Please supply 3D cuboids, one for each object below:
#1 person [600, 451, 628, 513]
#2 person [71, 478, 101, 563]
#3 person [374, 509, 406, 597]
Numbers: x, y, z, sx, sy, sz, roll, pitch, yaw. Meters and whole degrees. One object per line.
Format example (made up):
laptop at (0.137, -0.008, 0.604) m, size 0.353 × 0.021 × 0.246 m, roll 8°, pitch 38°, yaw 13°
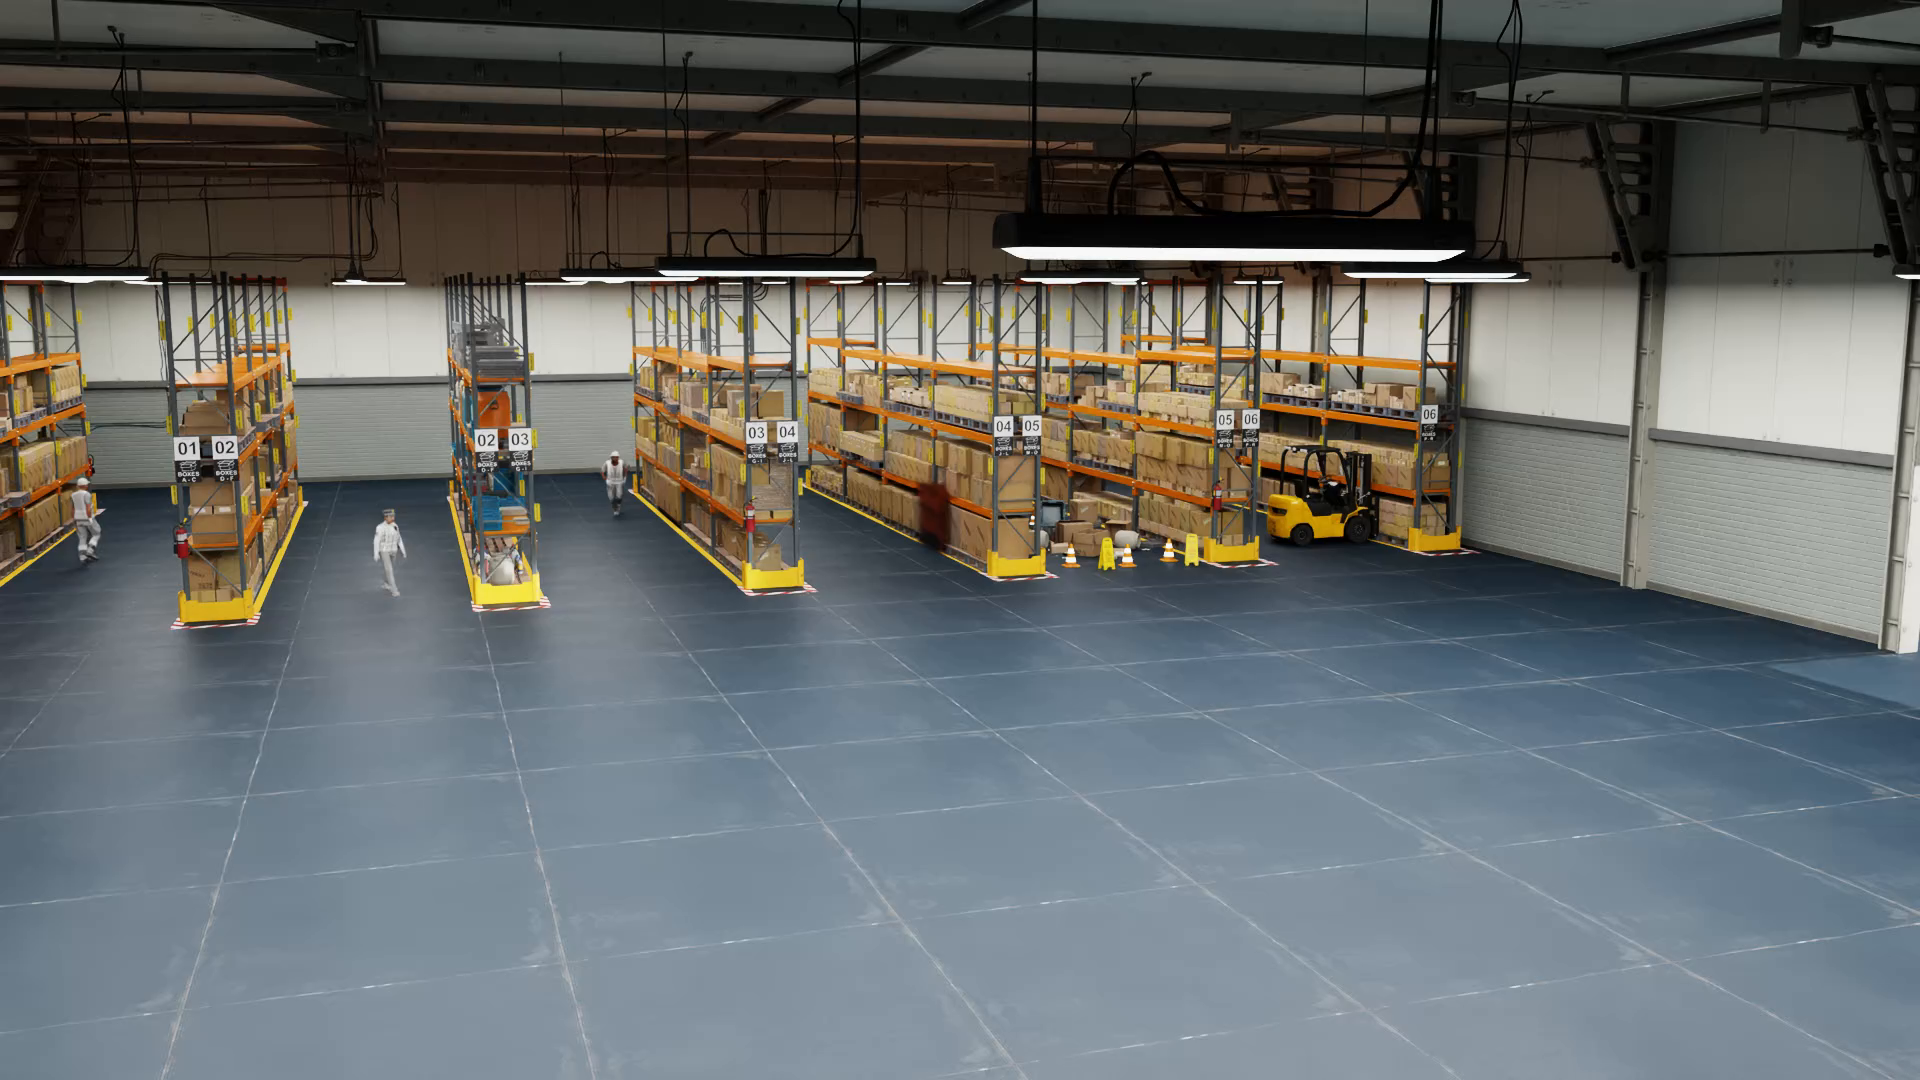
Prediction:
person at (-8.731, -1.464, 42.036) m, size 0.675 × 1.608 × 0.677 m, roll -1°, pitch 9°, yaw -7°
person at (-18.348, -0.416, 34.829) m, size 0.545 × 1.764 × 0.473 m, roll 0°, pitch 9°, yaw 1°
person at (-10.736, 0.209, 31.227) m, size 0.553 × 1.600 × 1.081 m, roll -8°, pitch 12°, yaw -44°
